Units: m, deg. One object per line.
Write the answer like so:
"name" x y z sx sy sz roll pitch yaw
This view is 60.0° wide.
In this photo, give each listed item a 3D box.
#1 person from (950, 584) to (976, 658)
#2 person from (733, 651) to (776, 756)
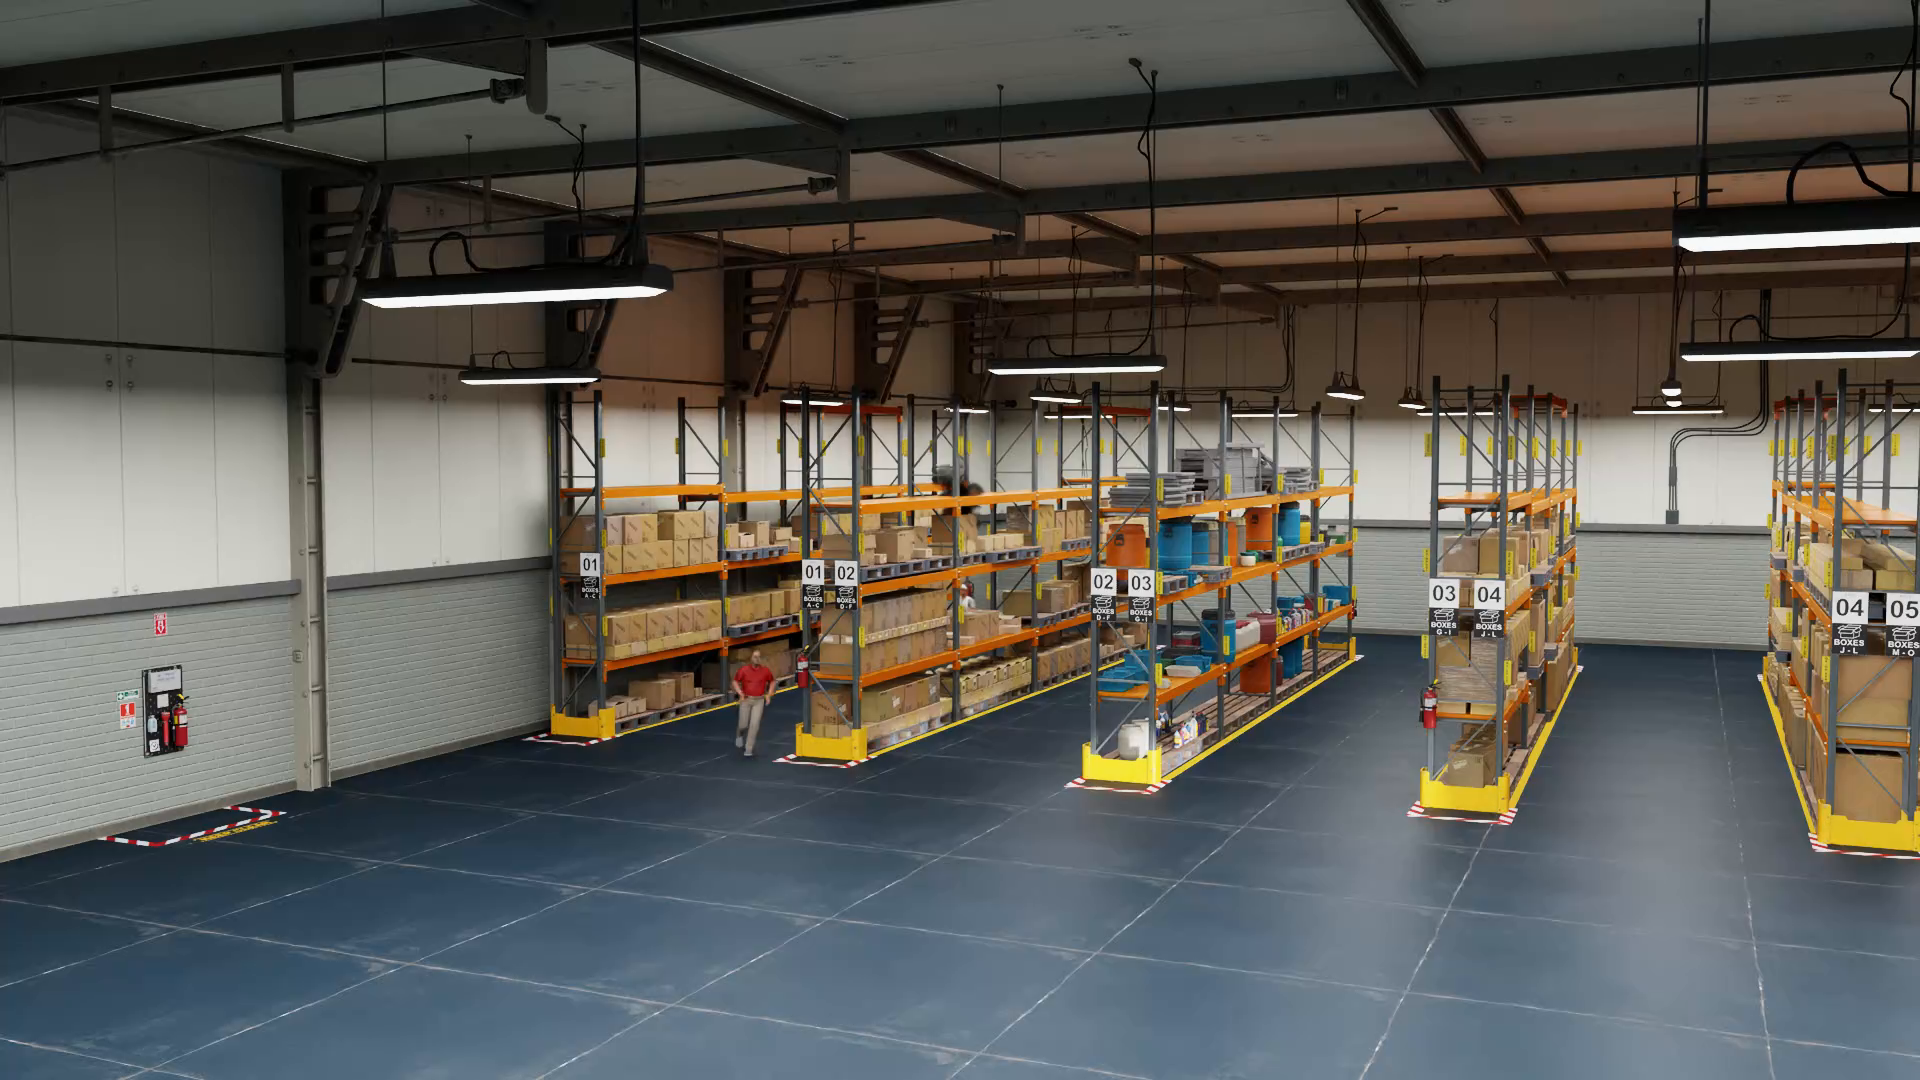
"person" 0.054 1.939 38.860 0.654 1.816 0.915 1 3 14
"person" -3.365 2.655 27.252 0.699 1.682 0.707 -1 3 -13
